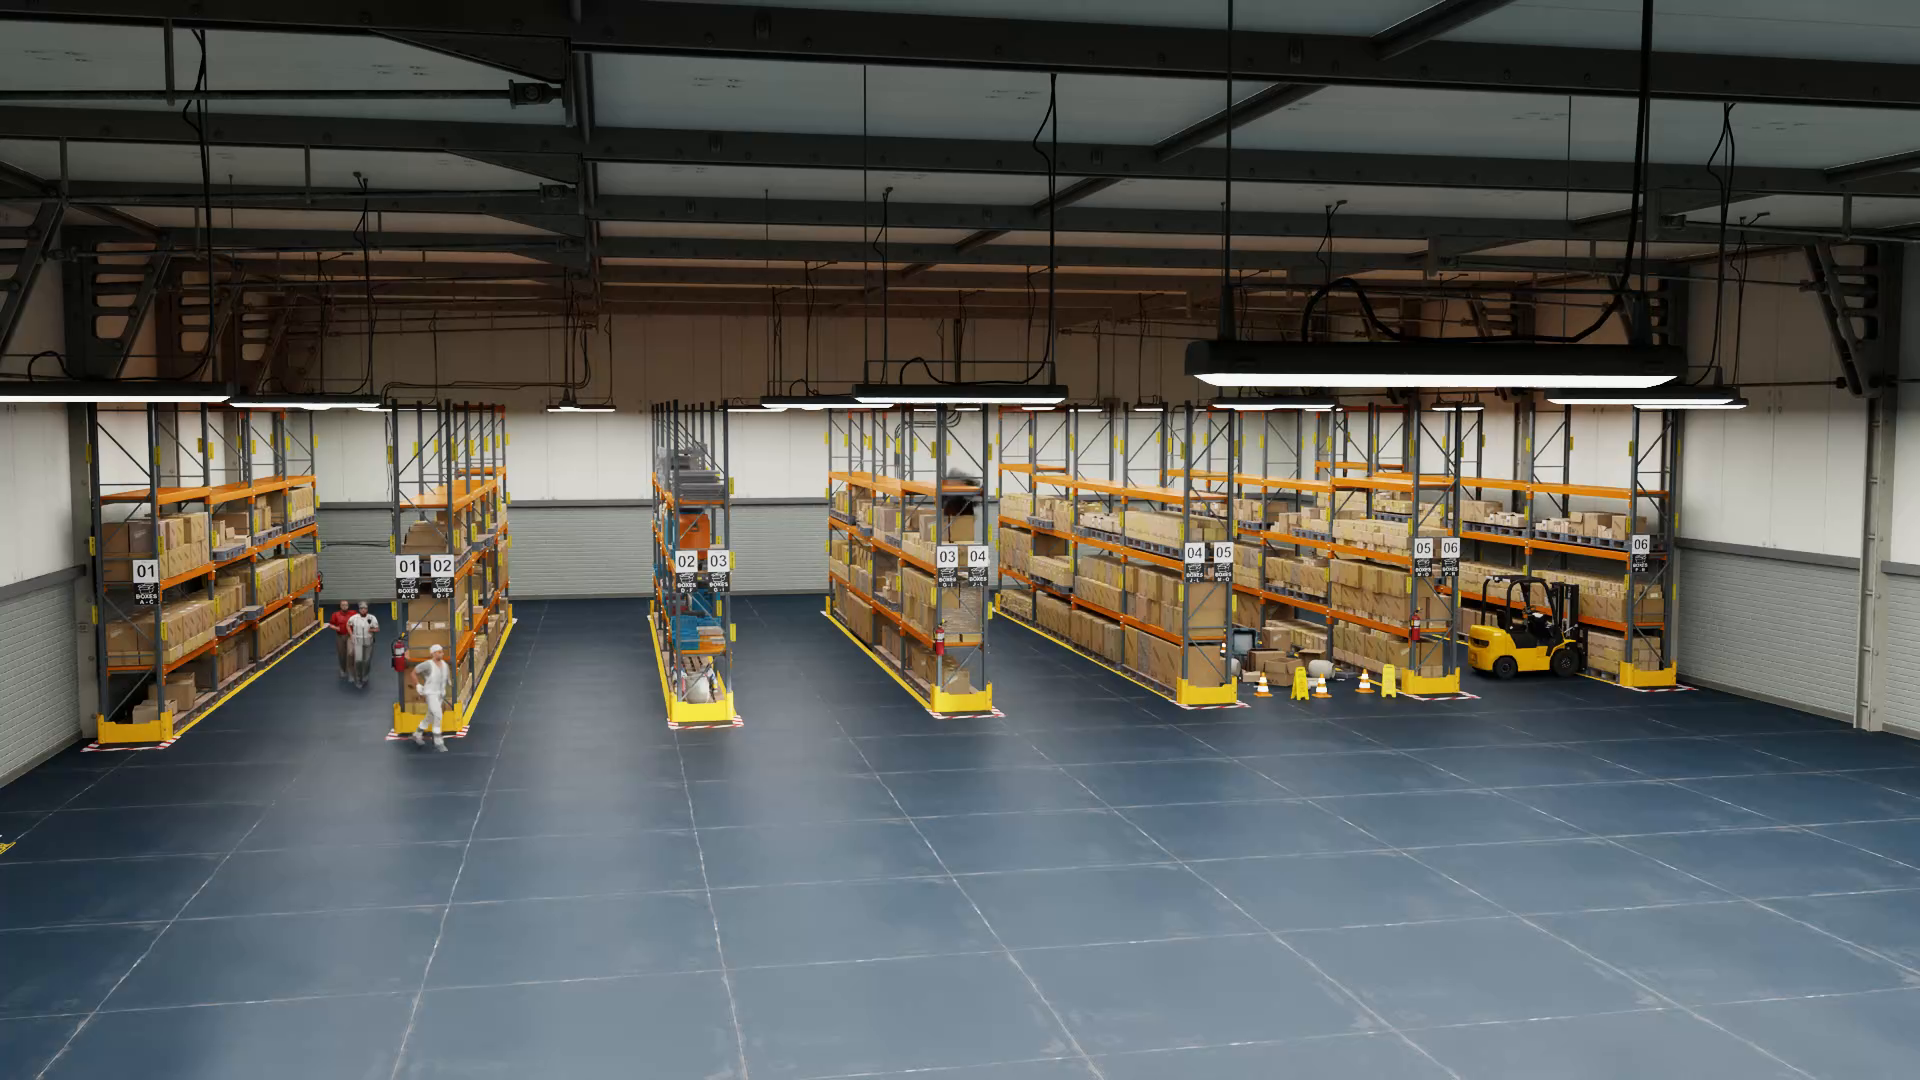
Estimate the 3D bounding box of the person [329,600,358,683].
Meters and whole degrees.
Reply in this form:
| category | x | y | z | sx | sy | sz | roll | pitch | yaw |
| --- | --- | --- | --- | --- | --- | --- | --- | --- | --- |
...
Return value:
| category | x | y | z | sx | sy | sz | roll | pitch | yaw |
| --- | --- | --- | --- | --- | --- | --- | --- | --- | --- |
| person | -13.248 | 2.163 | 35.819 | 0.608 | 1.764 | 0.908 | -1 | 4 | -17 |

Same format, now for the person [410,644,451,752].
| category | x | y | z | sx | sy | sz | roll | pitch | yaw |
| --- | --- | --- | --- | --- | --- | --- | --- | --- | --- |
| person | -9.030 | 2.697 | 28.522 | 0.868 | 1.832 | 0.676 | 2 | 5 | 24 |

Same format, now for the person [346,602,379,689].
| category | x | y | z | sx | sy | sz | roll | pitch | yaw |
| --- | --- | --- | --- | --- | --- | --- | --- | --- | --- |
| person | -12.569 | 2.213 | 35.052 | 0.638 | 1.853 | 0.794 | -2 | 5 | -25 |
